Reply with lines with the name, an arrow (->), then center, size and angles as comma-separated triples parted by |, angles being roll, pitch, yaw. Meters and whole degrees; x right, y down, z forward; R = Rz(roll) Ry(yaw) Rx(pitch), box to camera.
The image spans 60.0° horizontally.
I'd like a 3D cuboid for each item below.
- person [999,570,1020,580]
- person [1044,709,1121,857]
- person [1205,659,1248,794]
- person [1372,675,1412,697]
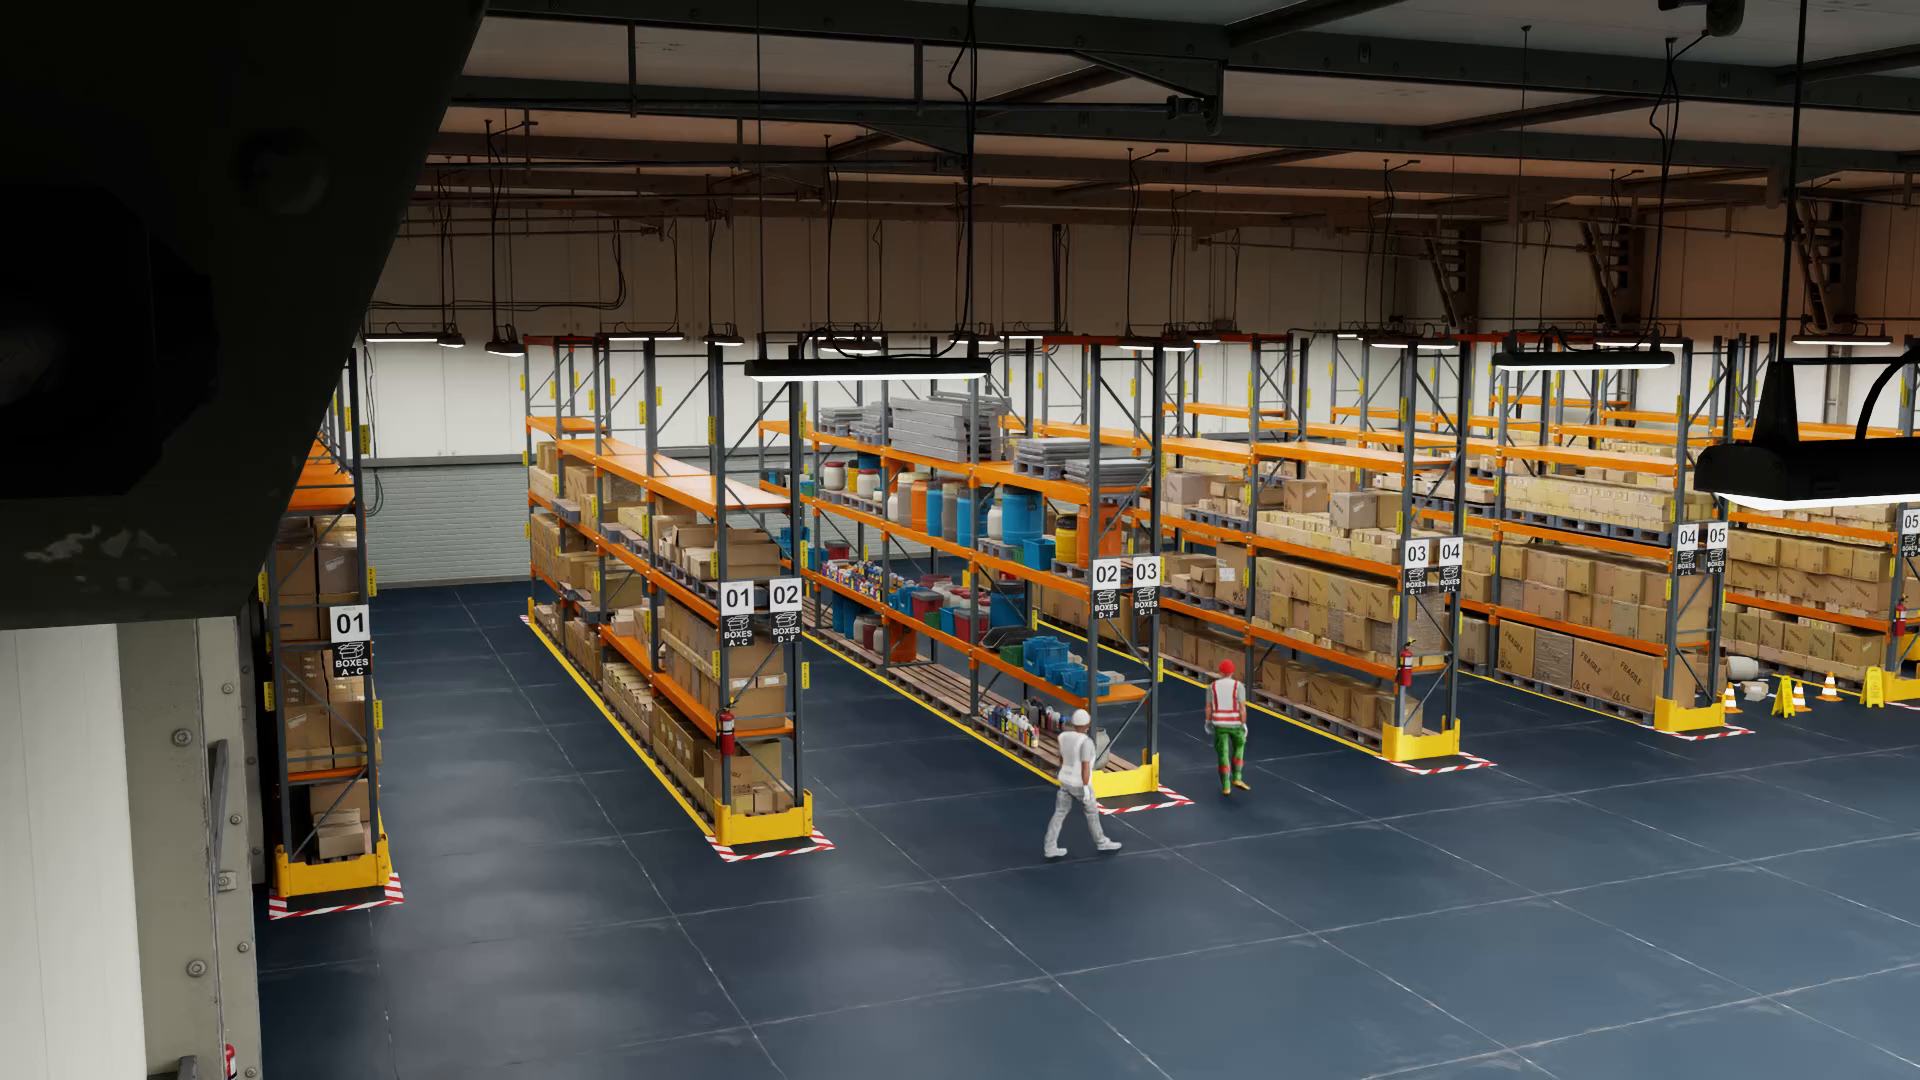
person -> 0.989, 1.022, 33.677 | 0.410, 1.768, 0.576 | 7, 10, 43
person -> 1.433, 2.844, 19.638 | 0.980, 1.719, 0.629 | -5, 9, -33
person -> 3.568, 2.493, 22.264 | 0.606, 1.789, 0.546 | 2, 8, 15
person -> 7.269, 1.816, 27.828 | 0.464, 1.612, 0.992 | -5, 9, -32
